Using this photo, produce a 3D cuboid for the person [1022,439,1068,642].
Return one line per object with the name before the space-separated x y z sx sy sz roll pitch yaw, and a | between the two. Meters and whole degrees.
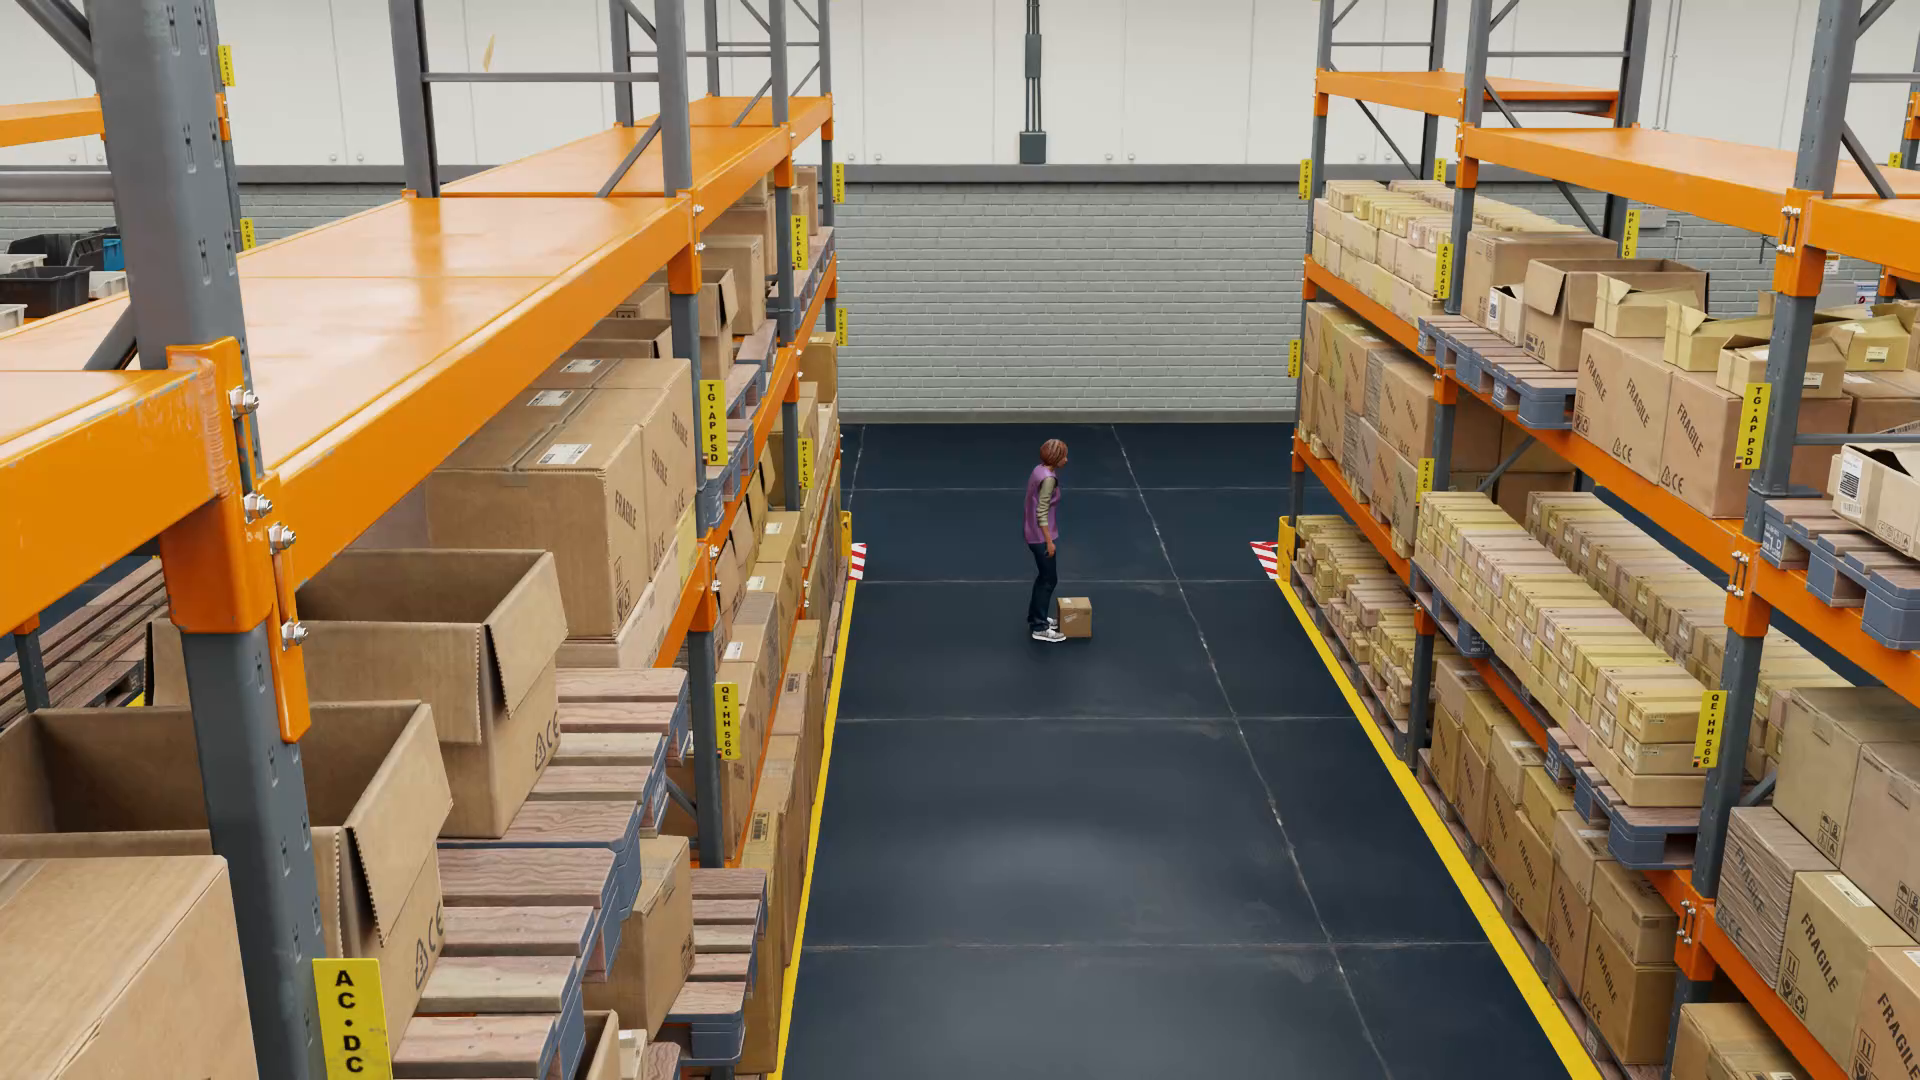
person | 0.667 -0.014 13.115 0.345 1.591 0.460 -1 17 -2
